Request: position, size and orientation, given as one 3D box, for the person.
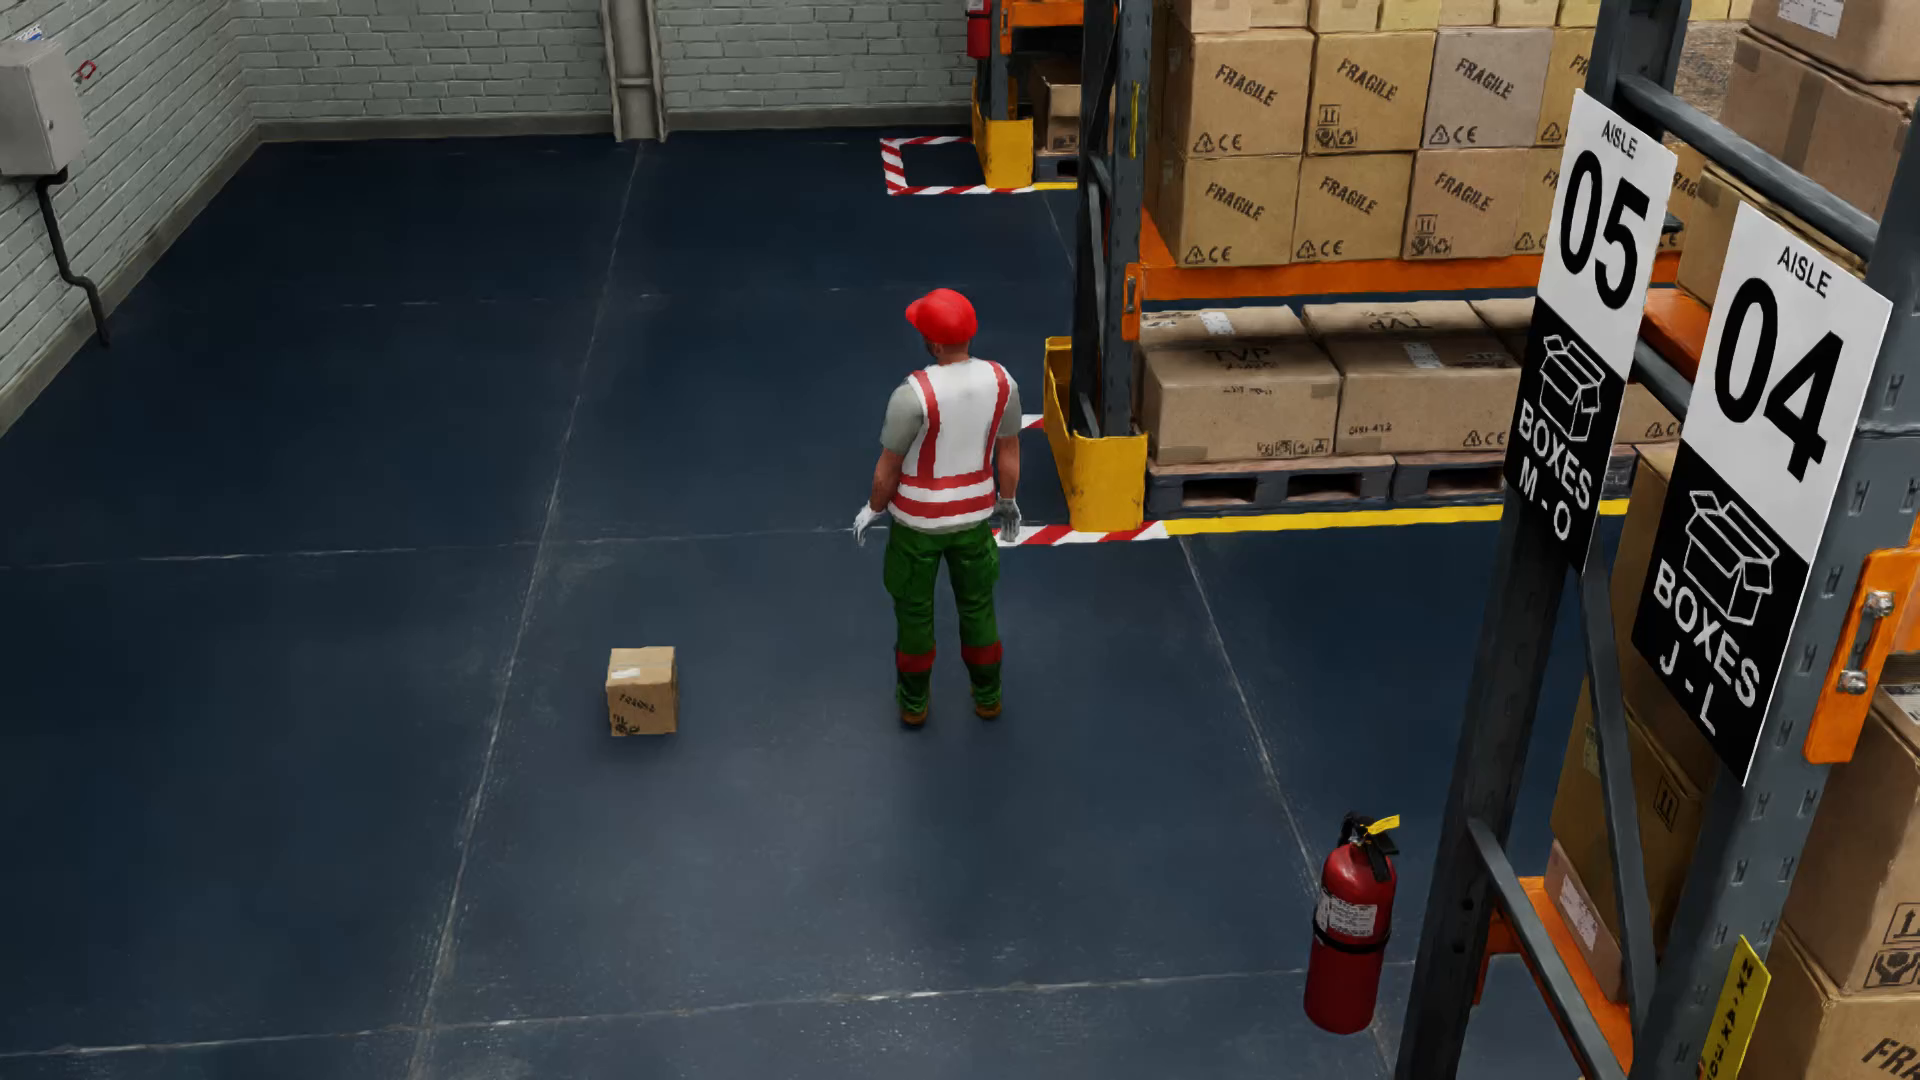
[{"bbox_3d":[-0.077,-0.104,6.232,0.634,1.796,0.388,-14,34,-22],"label":"person"}]
